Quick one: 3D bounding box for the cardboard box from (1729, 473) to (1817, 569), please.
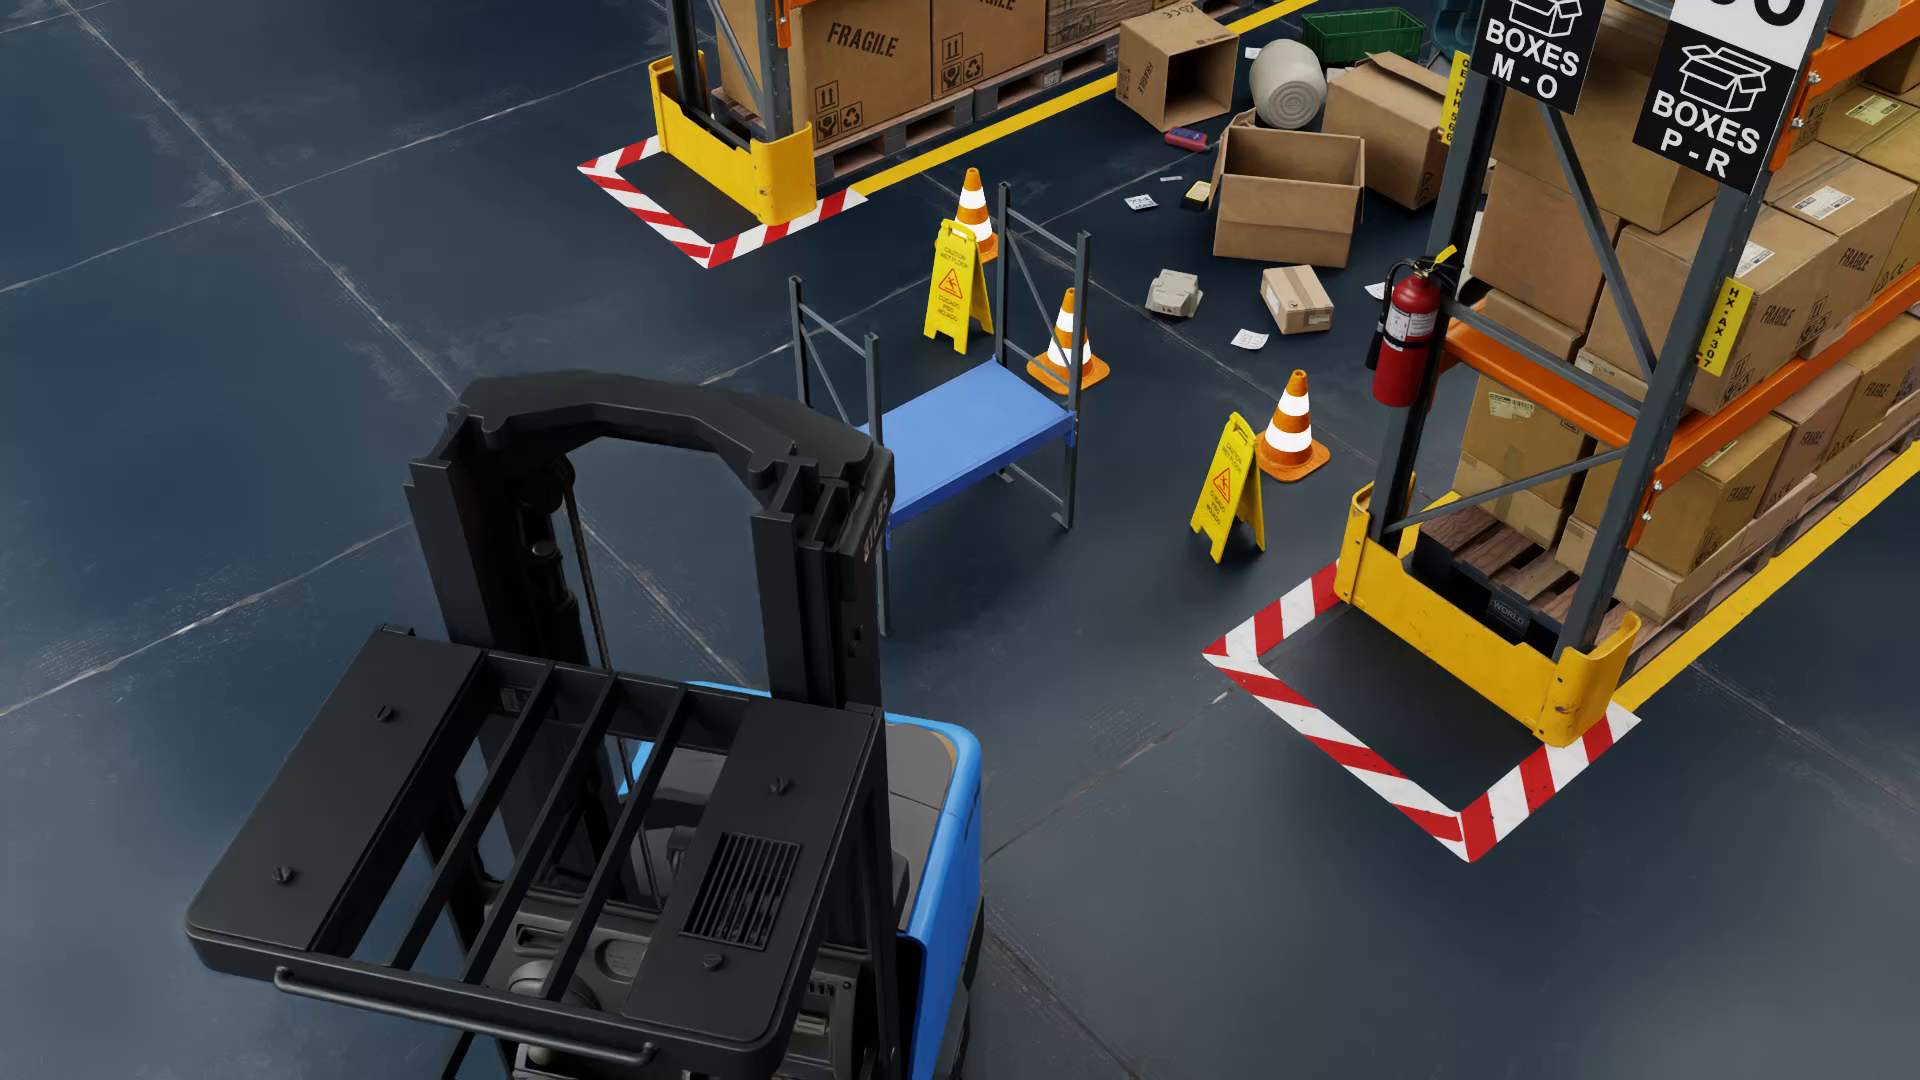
[{"bbox_3d":[3.192,-0.205,6.979,0.500,0.250,0.500,-28,50,-27],"label":"cardboard box"}]

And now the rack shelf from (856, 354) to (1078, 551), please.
[{"bbox_3d":[-0.065,-0.378,6.820,1.000,0.185,0.538,-30,51,-28],"label":"rack shelf"}]

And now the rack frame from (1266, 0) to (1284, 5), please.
[{"bbox_3d":[1.815,-4.937,10.315,0.127,3.000,1.000,-30,51,-28],"label":"rack frame"}]

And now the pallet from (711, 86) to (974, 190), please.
[{"bbox_3d":[-0.690,-2.556,9.817,1.213,0.211,1.003,-30,51,-28],"label":"pallet"}]

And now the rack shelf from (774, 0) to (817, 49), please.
[{"bbox_3d":[0.281,-3.796,9.626,4.000,0.370,1.077,-30,51,-28],"label":"rack shelf"}]

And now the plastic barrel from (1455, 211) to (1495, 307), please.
[{"bbox_3d":[2.613,-1.388,8.419,0.421,0.421,0.512,0,43,0],"label":"plastic barrel"}]

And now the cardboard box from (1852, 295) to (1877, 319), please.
[{"bbox_3d":[3.234,-0.985,6.291,0.250,0.149,0.380,-28,50,-27],"label":"cardboard box"}]

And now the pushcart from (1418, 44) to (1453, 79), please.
[{"bbox_3d":[3.567,-2.601,9.744,1.648,0.377,0.936,22,47,21],"label":"pushcart"}]

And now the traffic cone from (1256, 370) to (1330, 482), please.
[{"bbox_3d":[1.502,-0.566,7.515,0.334,0.463,0.336,-30,51,-28],"label":"traffic cone"}]

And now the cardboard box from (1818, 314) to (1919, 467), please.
[{"bbox_3d":[3.602,-0.717,6.976,0.500,0.500,0.500,-29,50,-27],"label":"cardboard box"}]

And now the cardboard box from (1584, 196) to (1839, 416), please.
[{"bbox_3d":[2.541,-0.832,5.655,0.500,0.500,0.500,-31,51,-28],"label":"cardboard box"}]

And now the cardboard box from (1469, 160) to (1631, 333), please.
[{"bbox_3d":[2.239,-1.153,5.996,0.500,0.500,0.500,-31,51,-29],"label":"cardboard box"}]

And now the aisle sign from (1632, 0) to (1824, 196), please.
[{"bbox_3d":[2.151,-1.382,4.632,0.004,0.787,0.394,-30,51,-28],"label":"aisle sign"}]

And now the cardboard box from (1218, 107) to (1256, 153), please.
[{"bbox_3d":[1.678,-2.218,9.418,0.258,0.266,0.396,-21,47,-21],"label":"cardboard box"}]

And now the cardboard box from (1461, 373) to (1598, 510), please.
[{"bbox_3d":[2.447,-0.538,6.785,0.500,0.500,0.500,-29,51,-28],"label":"cardboard box"}]

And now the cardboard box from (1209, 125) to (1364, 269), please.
[{"bbox_3d":[1.723,-1.816,8.816,0.797,0.503,0.637,7,44,7],"label":"cardboard box"}]

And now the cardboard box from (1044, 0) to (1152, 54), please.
[{"bbox_3d":[0.598,-3.678,10.220,0.875,0.875,0.875,-29,51,-28],"label":"cardboard box"}]

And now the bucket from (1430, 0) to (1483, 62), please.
[{"bbox_3d":[3.190,-3.027,9.563,0.620,0.611,0.726,-6,43,-21],"label":"bucket"}]

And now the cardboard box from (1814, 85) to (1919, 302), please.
[{"bbox_3d":[3.326,-1.286,6.138,0.500,0.500,0.500,-31,51,-29],"label":"cardboard box"}]

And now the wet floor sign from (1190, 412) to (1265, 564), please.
[{"bbox_3d":[1.168,-0.245,7.040,0.232,0.644,0.267,-14,45,-14],"label":"wet floor sign"}]

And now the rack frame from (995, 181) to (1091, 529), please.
[{"bbox_3d":[0.325,-0.732,6.934,0.032,1.500,0.500,-30,51,-28],"label":"rack frame"}]

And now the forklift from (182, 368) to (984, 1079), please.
[{"bbox_3d":[-0.742,1.201,3.830,1.130,2.935,3.031,9,44,9],"label":"forklift"}]

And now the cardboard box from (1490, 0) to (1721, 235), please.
[{"bbox_3d":[2.252,-1.473,5.607,0.500,0.500,0.700,-31,51,-29],"label":"cardboard box"}]

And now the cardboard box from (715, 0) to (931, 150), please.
[{"bbox_3d":[-0.776,-2.891,9.382,0.875,0.875,0.875,-29,51,-28],"label":"cardboard box"}]

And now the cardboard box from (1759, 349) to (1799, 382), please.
[{"bbox_3d":[2.833,-0.766,6.058,0.250,0.149,0.380,-31,52,-29],"label":"cardboard box"}]

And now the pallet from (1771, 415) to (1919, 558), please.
[{"bbox_3d":[3.639,-0.513,7.642,1.213,0.211,1.003,-30,51,-28],"label":"pallet"}]

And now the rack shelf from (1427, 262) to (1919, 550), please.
[{"bbox_3d":[3.534,-1.241,6.906,4.000,0.370,1.077,-30,51,-28],"label":"rack shelf"}]

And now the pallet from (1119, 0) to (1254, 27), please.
[{"bbox_3d":[1.181,-3.627,10.958,1.213,0.211,1.003,-30,51,-28],"label":"pallet"}]

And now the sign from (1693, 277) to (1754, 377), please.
[{"bbox_3d":[2.348,-0.655,5.125,0.005,0.325,0.100,-30,51,-28],"label":"sign"}]

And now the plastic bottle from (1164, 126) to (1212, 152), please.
[{"bbox_3d":[1.347,-2.327,9.683,0.283,0.061,0.133,22,47,21],"label":"plastic bottle"}]

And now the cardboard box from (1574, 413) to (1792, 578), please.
[{"bbox_3d":[2.814,-0.269,6.499,0.500,0.500,0.500,-32,52,-29],"label":"cardboard box"}]

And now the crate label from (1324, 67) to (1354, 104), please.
[{"bbox_3d":[2.330,-2.758,10.087,0.298,0.136,0.250,7,44,7],"label":"crate label"}]

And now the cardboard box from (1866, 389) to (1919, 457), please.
[{"bbox_3d":[3.992,-0.672,7.476,0.500,0.250,0.500,-29,50,-27],"label":"cardboard box"}]

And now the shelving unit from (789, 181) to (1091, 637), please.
[{"bbox_3d":[-0.065,-0.509,6.697,1.048,1.500,0.538,-30,51,-28],"label":"shelving unit"}]

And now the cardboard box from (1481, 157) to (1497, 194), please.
[{"bbox_3d":[3.066,-2.154,9.350,0.258,0.266,0.396,7,44,7],"label":"cardboard box"}]

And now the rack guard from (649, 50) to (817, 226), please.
[{"bbox_3d":[-1.272,-2.258,9.289,0.348,0.500,1.175,-30,51,-28],"label":"rack guard"}]

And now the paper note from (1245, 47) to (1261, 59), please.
[{"bbox_3d":[1.880,-3.084,10.511,0.147,0.020,0.142,7,44,7],"label":"paper note"}]

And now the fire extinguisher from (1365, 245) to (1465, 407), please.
[{"bbox_3d":[1.616,-0.788,5.955,0.183,0.674,0.296,-30,51,-28],"label":"fire extinguisher"}]

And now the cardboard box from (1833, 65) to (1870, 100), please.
[{"bbox_3d":[2.970,-1.970,6.135,0.500,0.500,0.700,-30,51,-28],"label":"cardboard box"}]

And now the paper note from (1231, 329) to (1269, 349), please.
[{"bbox_3d":[1.448,-1.003,8.296,0.148,0.019,0.142,22,47,21],"label":"paper note"}]
